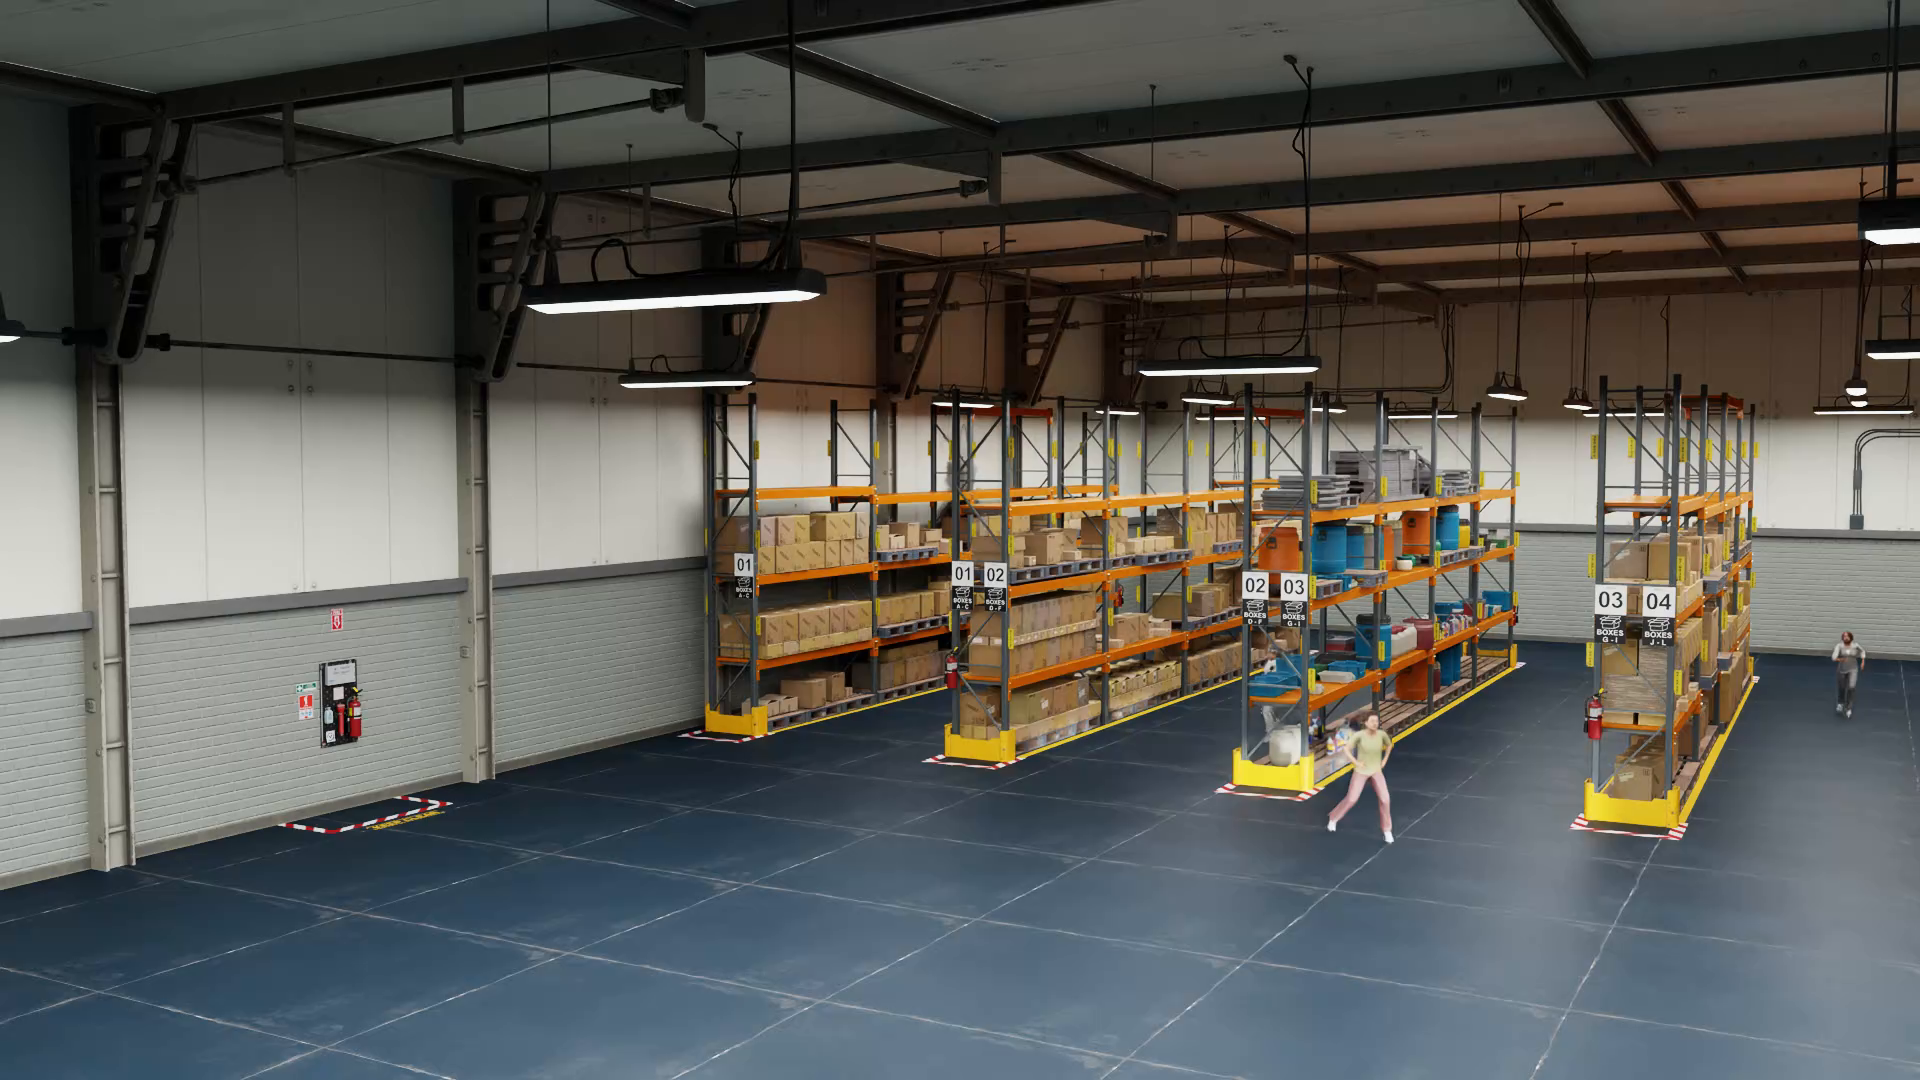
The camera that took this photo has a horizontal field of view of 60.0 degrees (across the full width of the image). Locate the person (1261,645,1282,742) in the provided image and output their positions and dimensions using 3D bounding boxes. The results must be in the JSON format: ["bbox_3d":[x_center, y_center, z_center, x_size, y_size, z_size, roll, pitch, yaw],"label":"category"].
[{"bbox_3d":[5.424,2.640,28.819,0.684,1.691,0.830,-1,3,-25],"label":"person"}]

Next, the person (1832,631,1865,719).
[{"bbox_3d":[16.703,2.516,31.280,0.548,1.631,0.831,2,4,29],"label":"person"}]

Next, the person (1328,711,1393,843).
[{"bbox_3d":[5.221,3.033,21.497,0.816,1.660,0.747,-1,3,-10],"label":"person"}]
